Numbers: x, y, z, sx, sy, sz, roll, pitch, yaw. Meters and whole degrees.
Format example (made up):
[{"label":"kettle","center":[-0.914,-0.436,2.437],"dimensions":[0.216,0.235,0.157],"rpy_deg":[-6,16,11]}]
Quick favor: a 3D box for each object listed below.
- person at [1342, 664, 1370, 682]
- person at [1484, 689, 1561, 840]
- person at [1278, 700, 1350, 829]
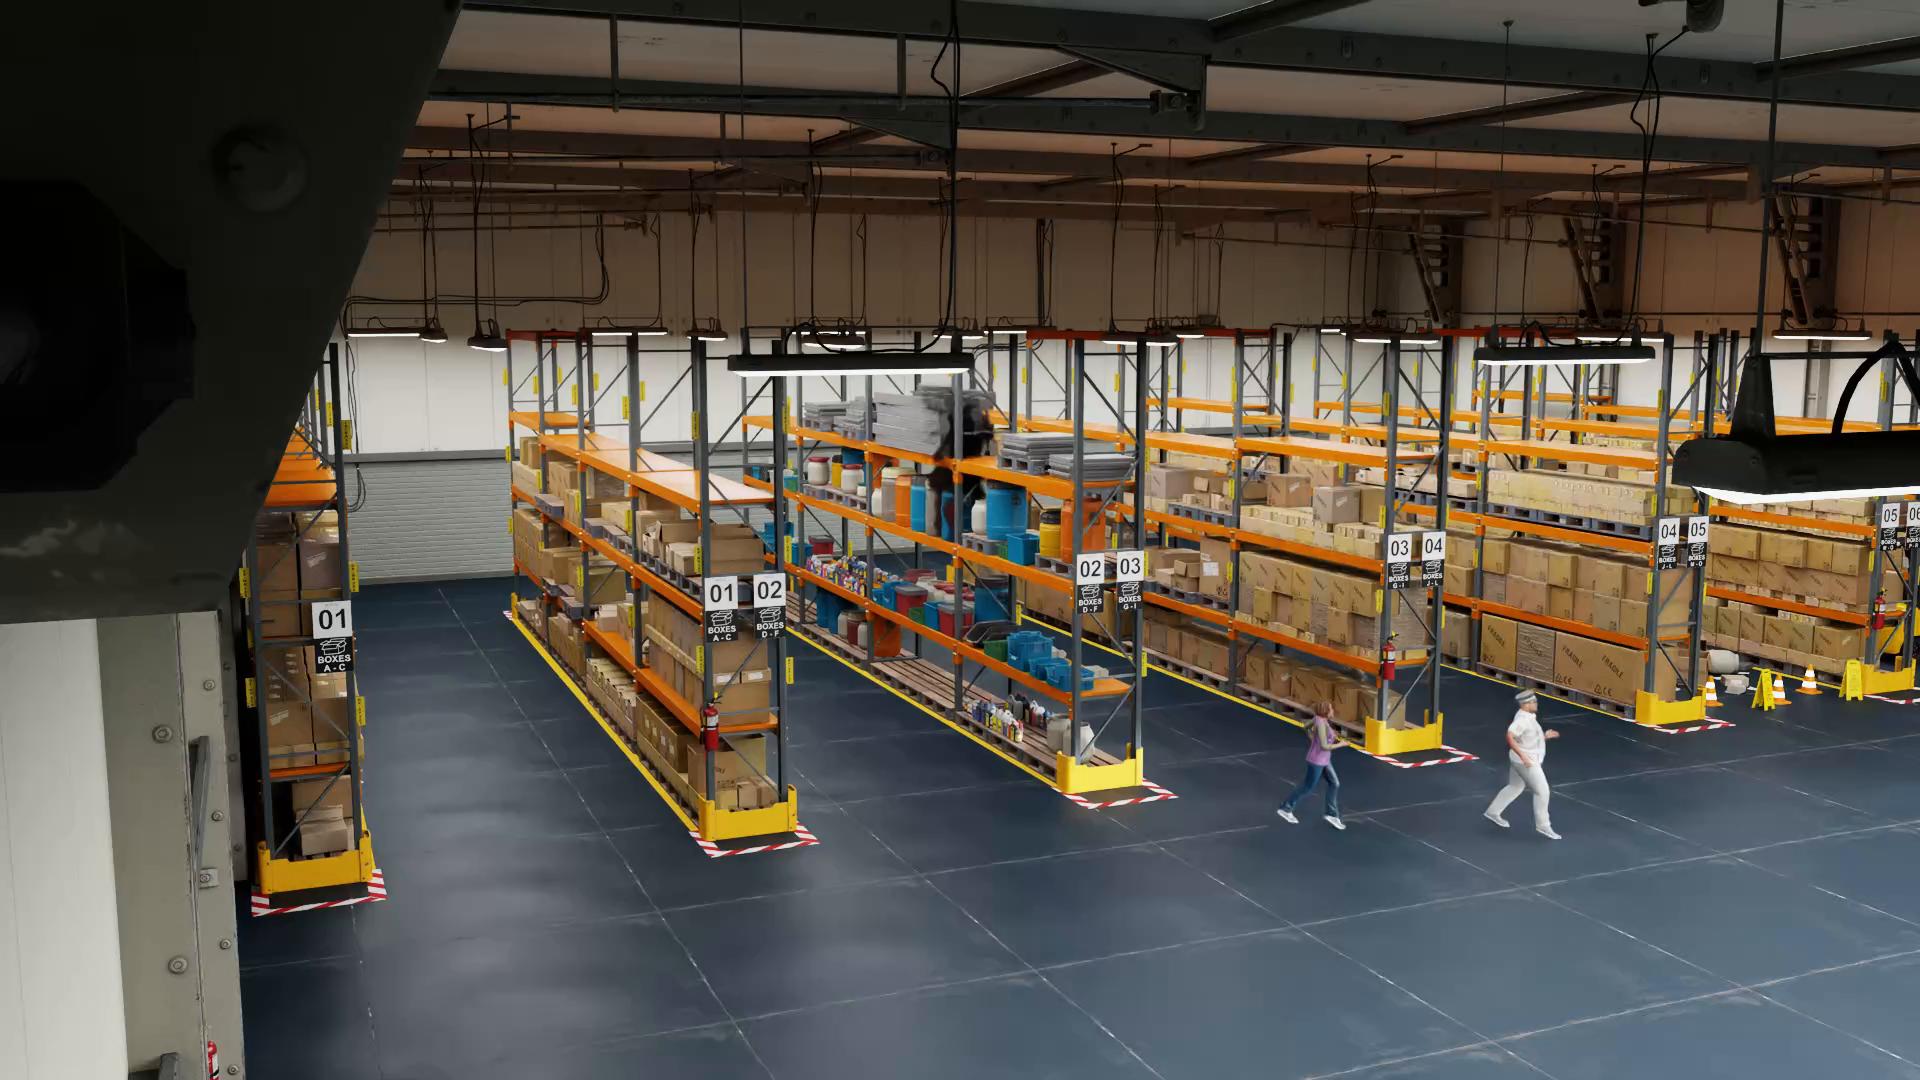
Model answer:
[{"label":"person","center":[6.964,1.569,29.068],"dimensions":[0.583,1.712,0.842],"rpy_deg":[-4,9,-27]},{"label":"person","center":[6.871,2.706,20.204],"dimensions":[0.867,1.823,0.649],"rpy_deg":[1,8,9]},{"label":"person","center":[4.370,2.764,20.507],"dimensions":[0.846,1.634,0.547],"rpy_deg":[2,8,14]}]
